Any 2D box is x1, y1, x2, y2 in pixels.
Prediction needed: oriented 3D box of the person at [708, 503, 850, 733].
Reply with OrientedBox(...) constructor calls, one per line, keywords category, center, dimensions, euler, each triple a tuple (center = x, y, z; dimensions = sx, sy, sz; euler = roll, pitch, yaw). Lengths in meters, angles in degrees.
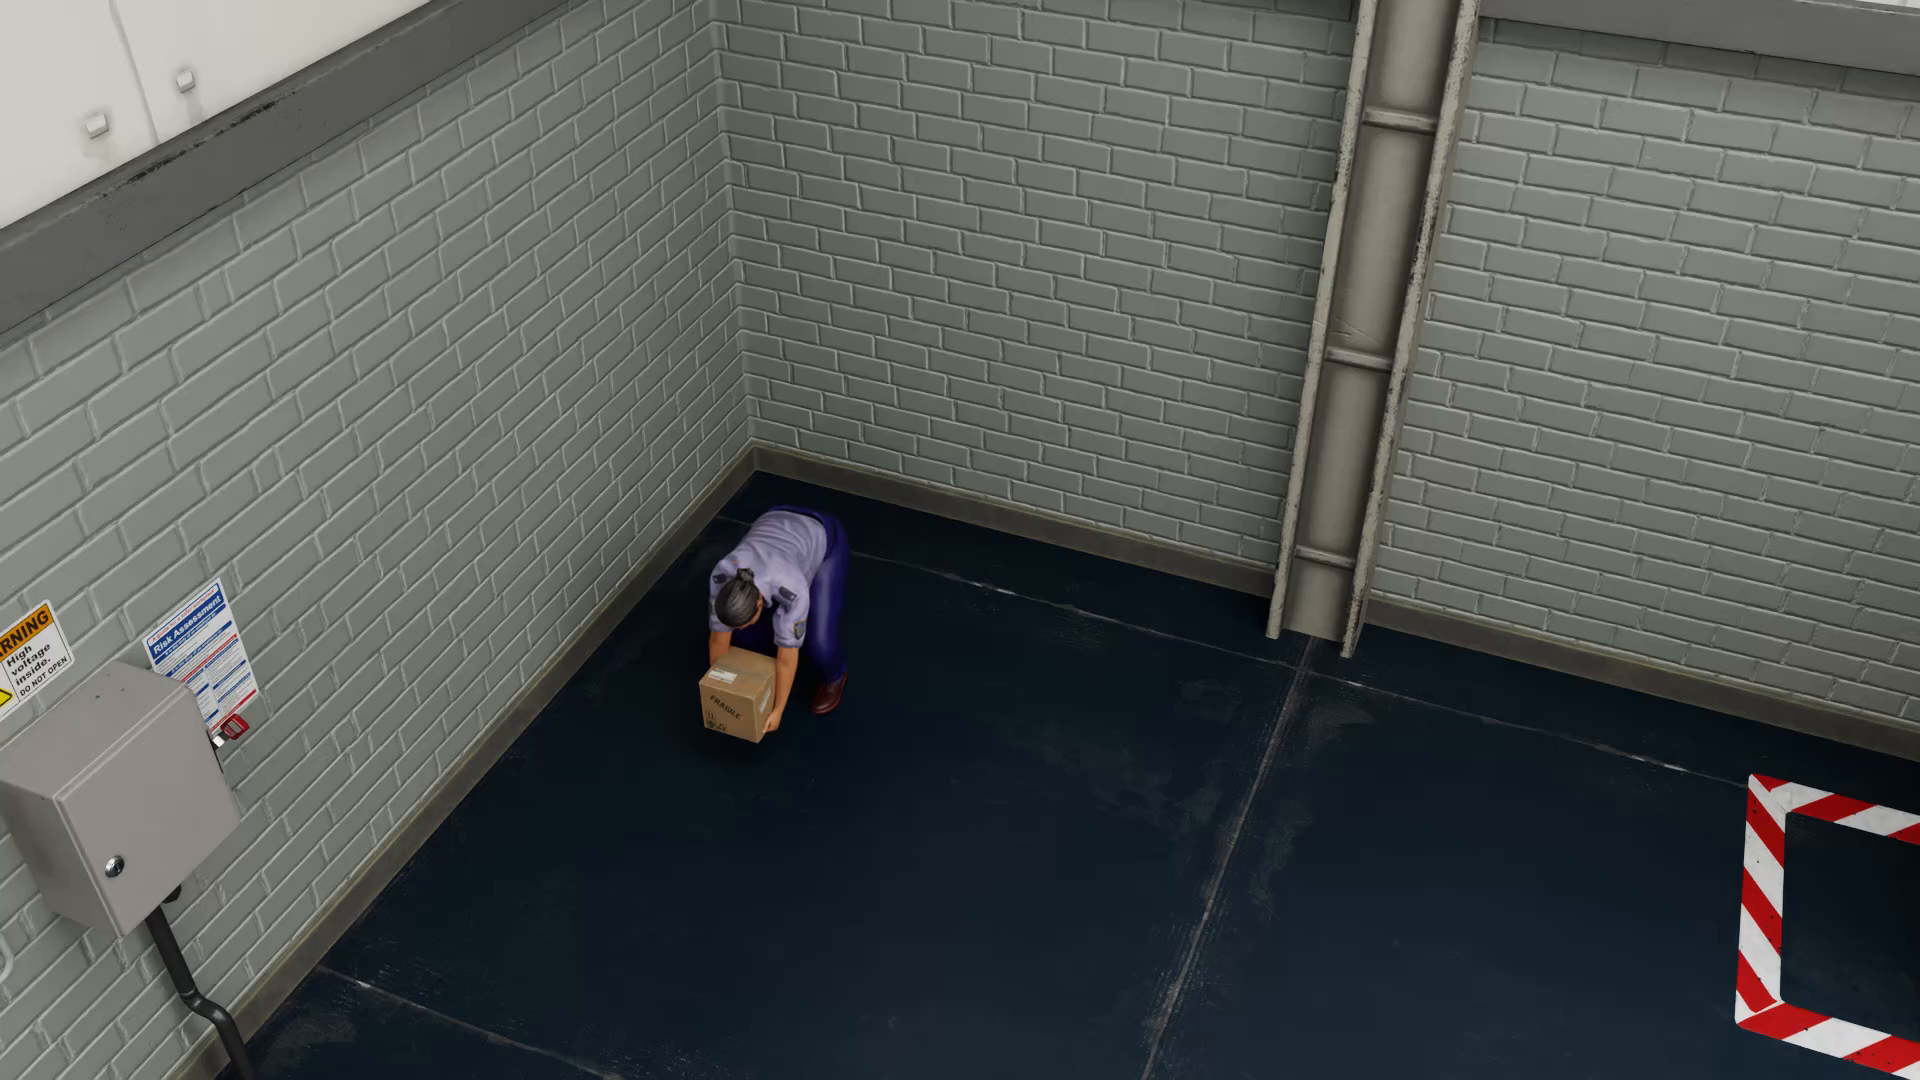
OrientedBox(category="person", center=(-0.760, 0.351, 6.934), dimensions=(0.518, 0.970, 0.893), euler=(12, 39, 15))
